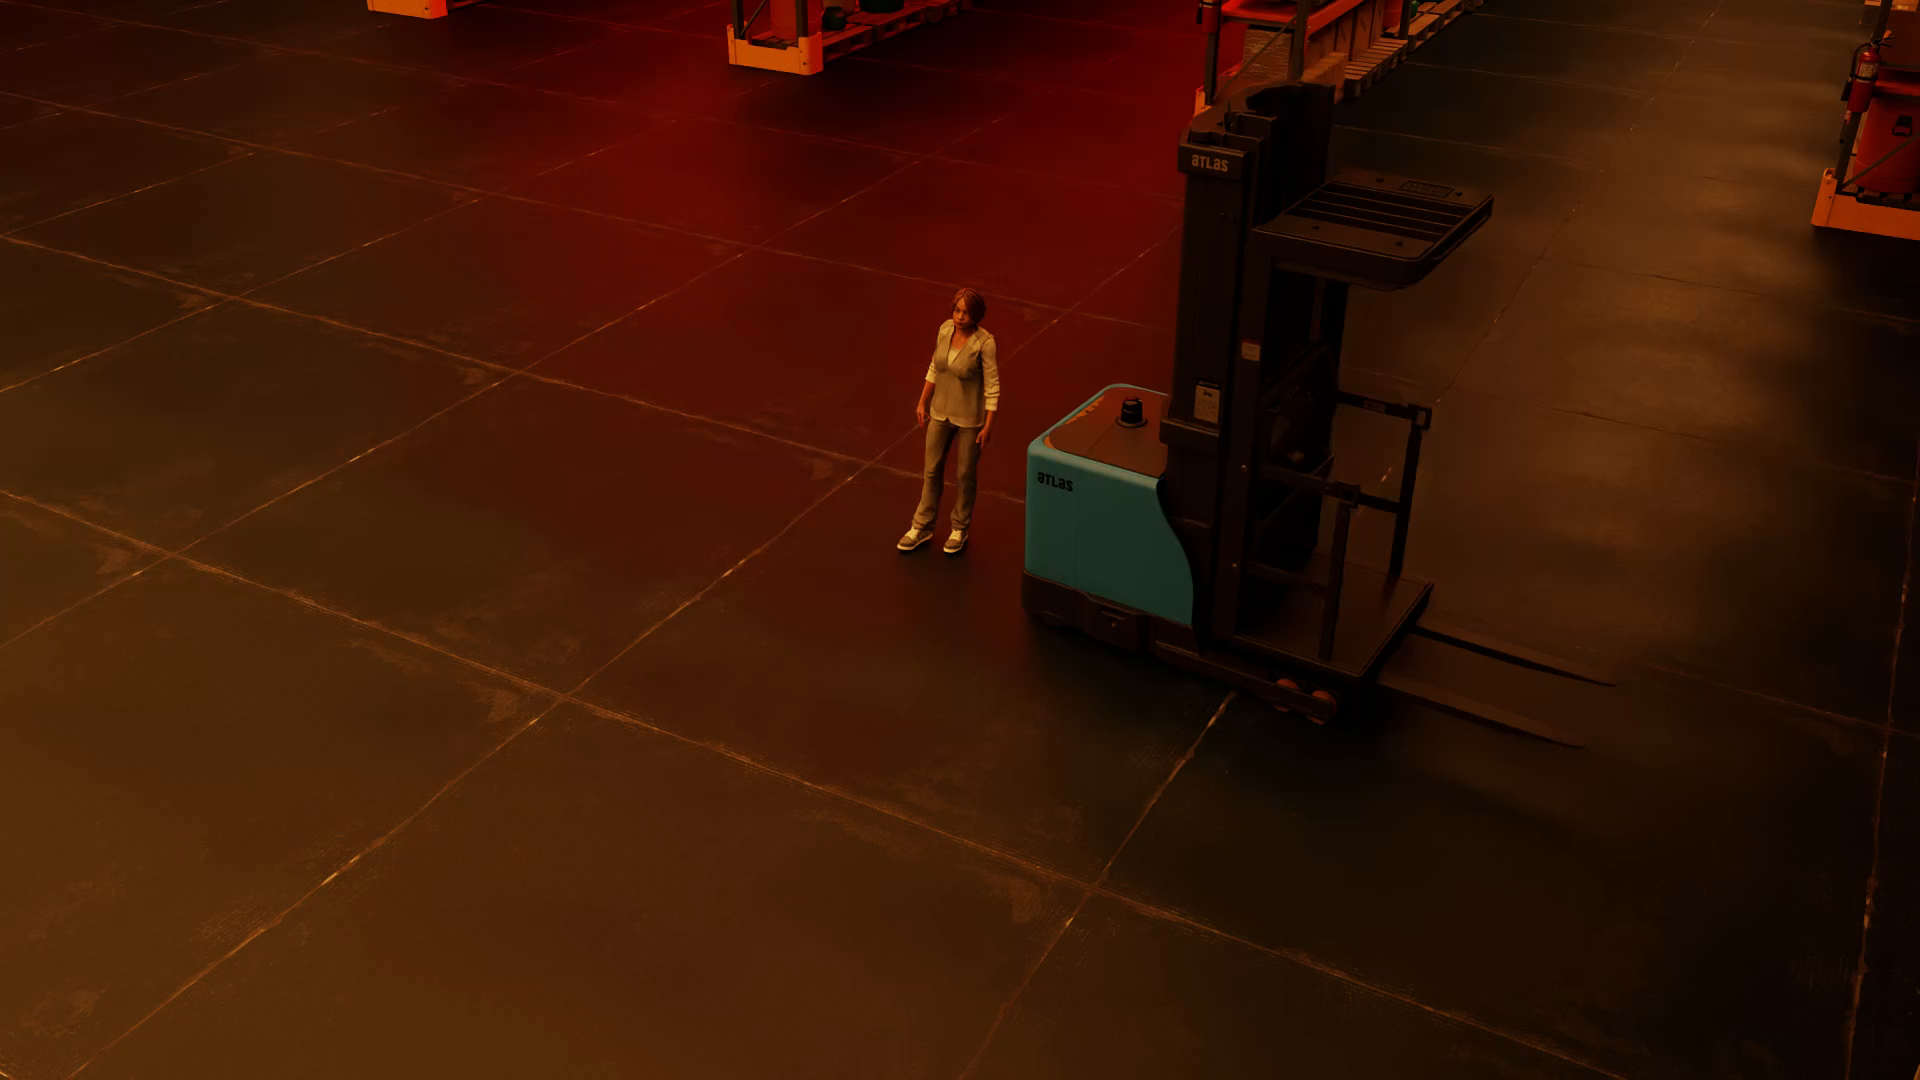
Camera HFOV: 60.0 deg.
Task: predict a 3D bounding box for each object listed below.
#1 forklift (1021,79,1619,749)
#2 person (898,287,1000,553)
[{"bbox_3d":[1.854,-0.645,8.187,3.031,2.935,1.130,18,35,28],"label":"forklift"},{"bbox_3d":[-0.053,-0.664,9.543,0.505,1.598,0.482,18,34,28],"label":"person"}]
